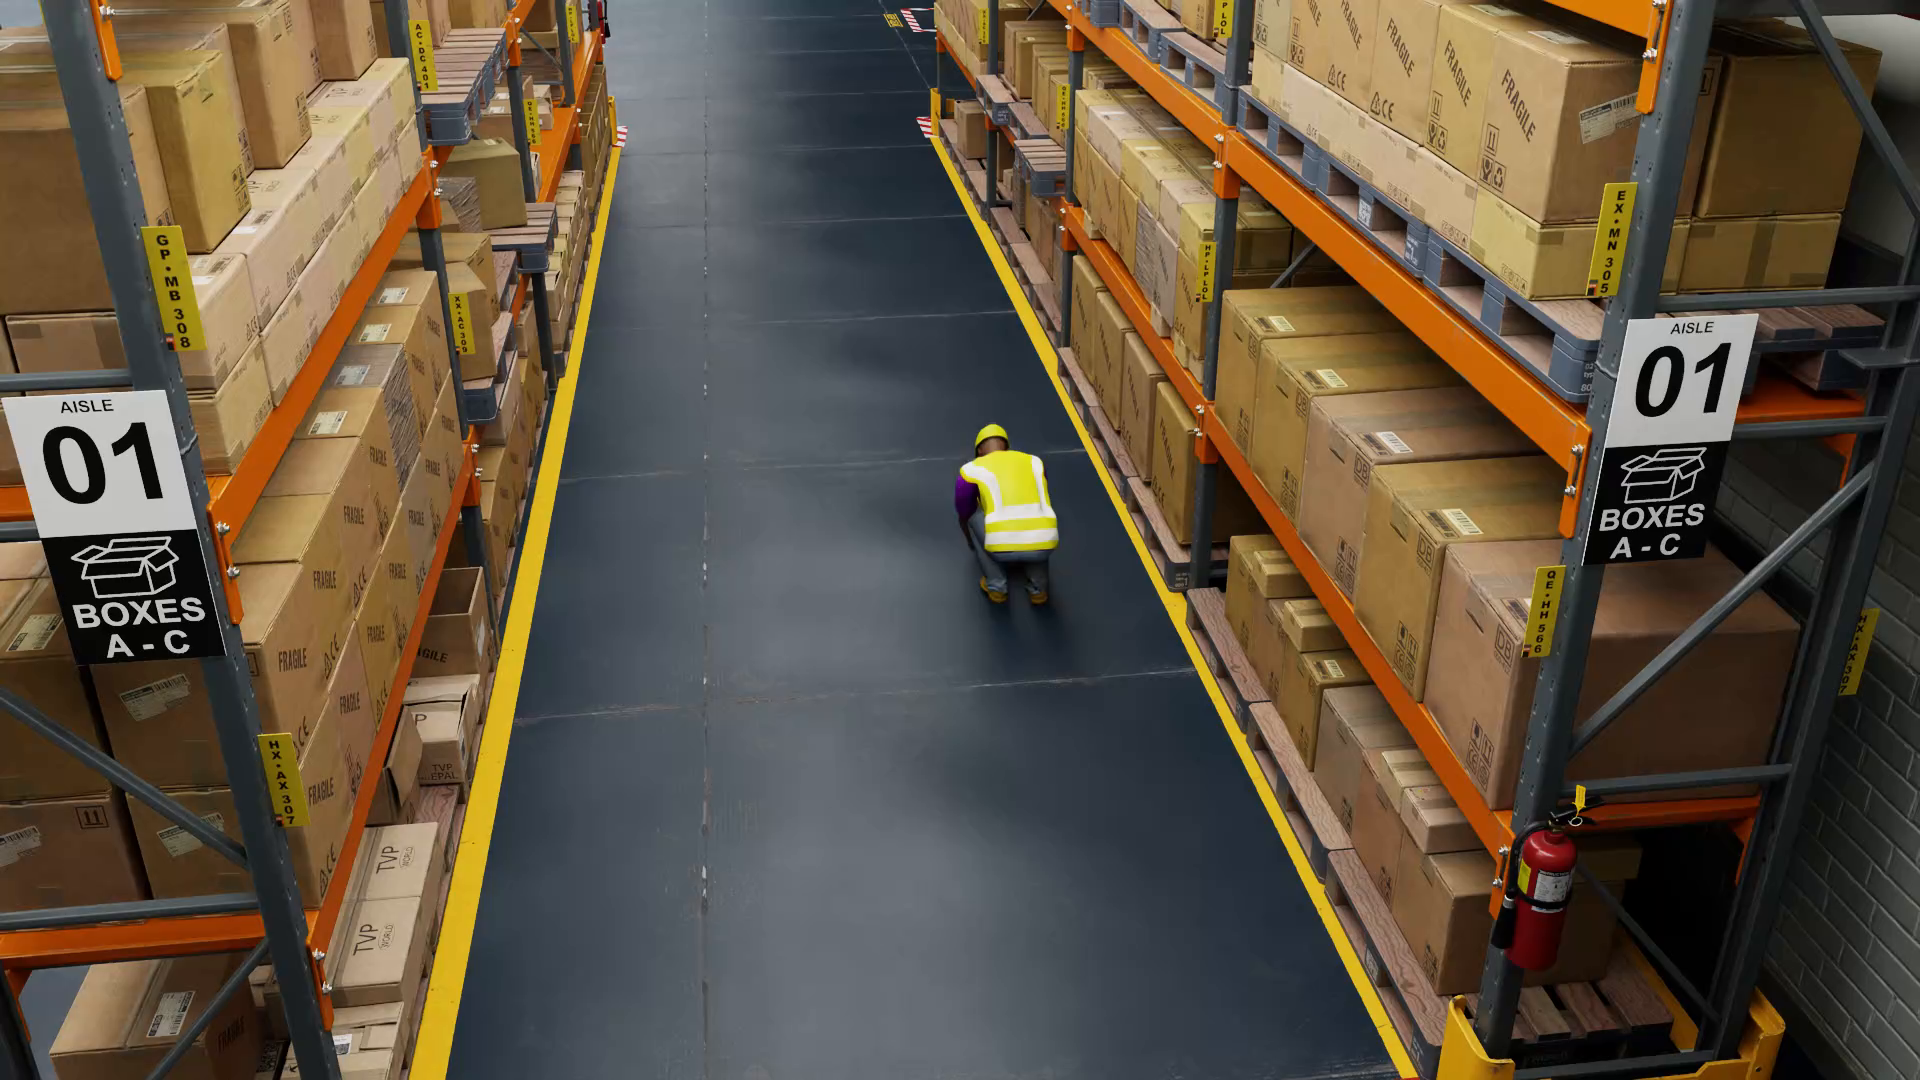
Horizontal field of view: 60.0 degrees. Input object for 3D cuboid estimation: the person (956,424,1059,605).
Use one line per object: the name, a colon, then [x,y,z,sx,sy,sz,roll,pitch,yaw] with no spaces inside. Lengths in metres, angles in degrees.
person: [0.267,-0.131,9.808,0.567,0.903,0.896,-3,27,-7]
